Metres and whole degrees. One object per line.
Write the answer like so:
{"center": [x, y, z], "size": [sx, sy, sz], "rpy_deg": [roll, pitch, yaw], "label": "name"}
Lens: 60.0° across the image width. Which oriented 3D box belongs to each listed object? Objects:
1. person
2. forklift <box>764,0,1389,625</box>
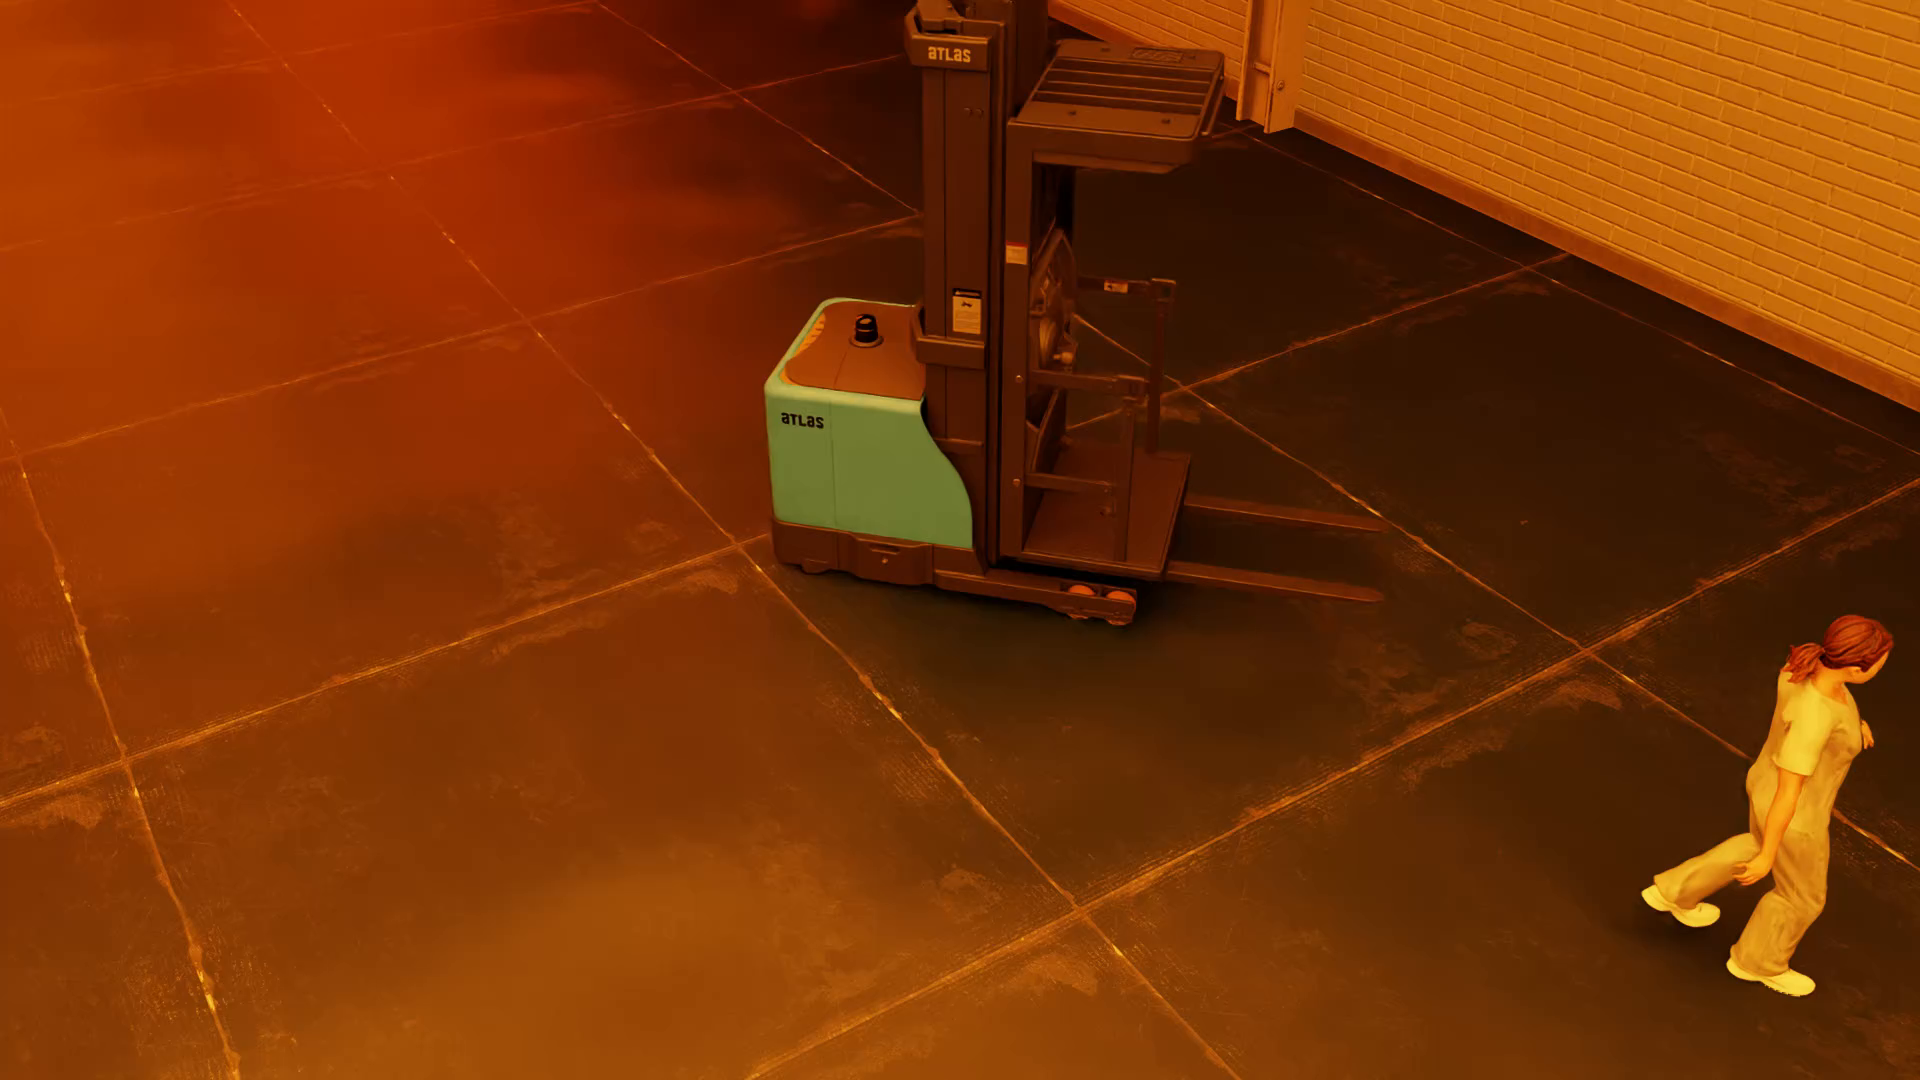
{"center": [2.901, 0.996, 6.000], "size": [0.505, 1.337, 0.565], "rpy_deg": [8, 36, 11], "label": "person"}
{"center": [0.621, -1.122, 7.744], "size": [3.031, 2.935, 1.130], "rpy_deg": [8, 36, 11], "label": "forklift"}
